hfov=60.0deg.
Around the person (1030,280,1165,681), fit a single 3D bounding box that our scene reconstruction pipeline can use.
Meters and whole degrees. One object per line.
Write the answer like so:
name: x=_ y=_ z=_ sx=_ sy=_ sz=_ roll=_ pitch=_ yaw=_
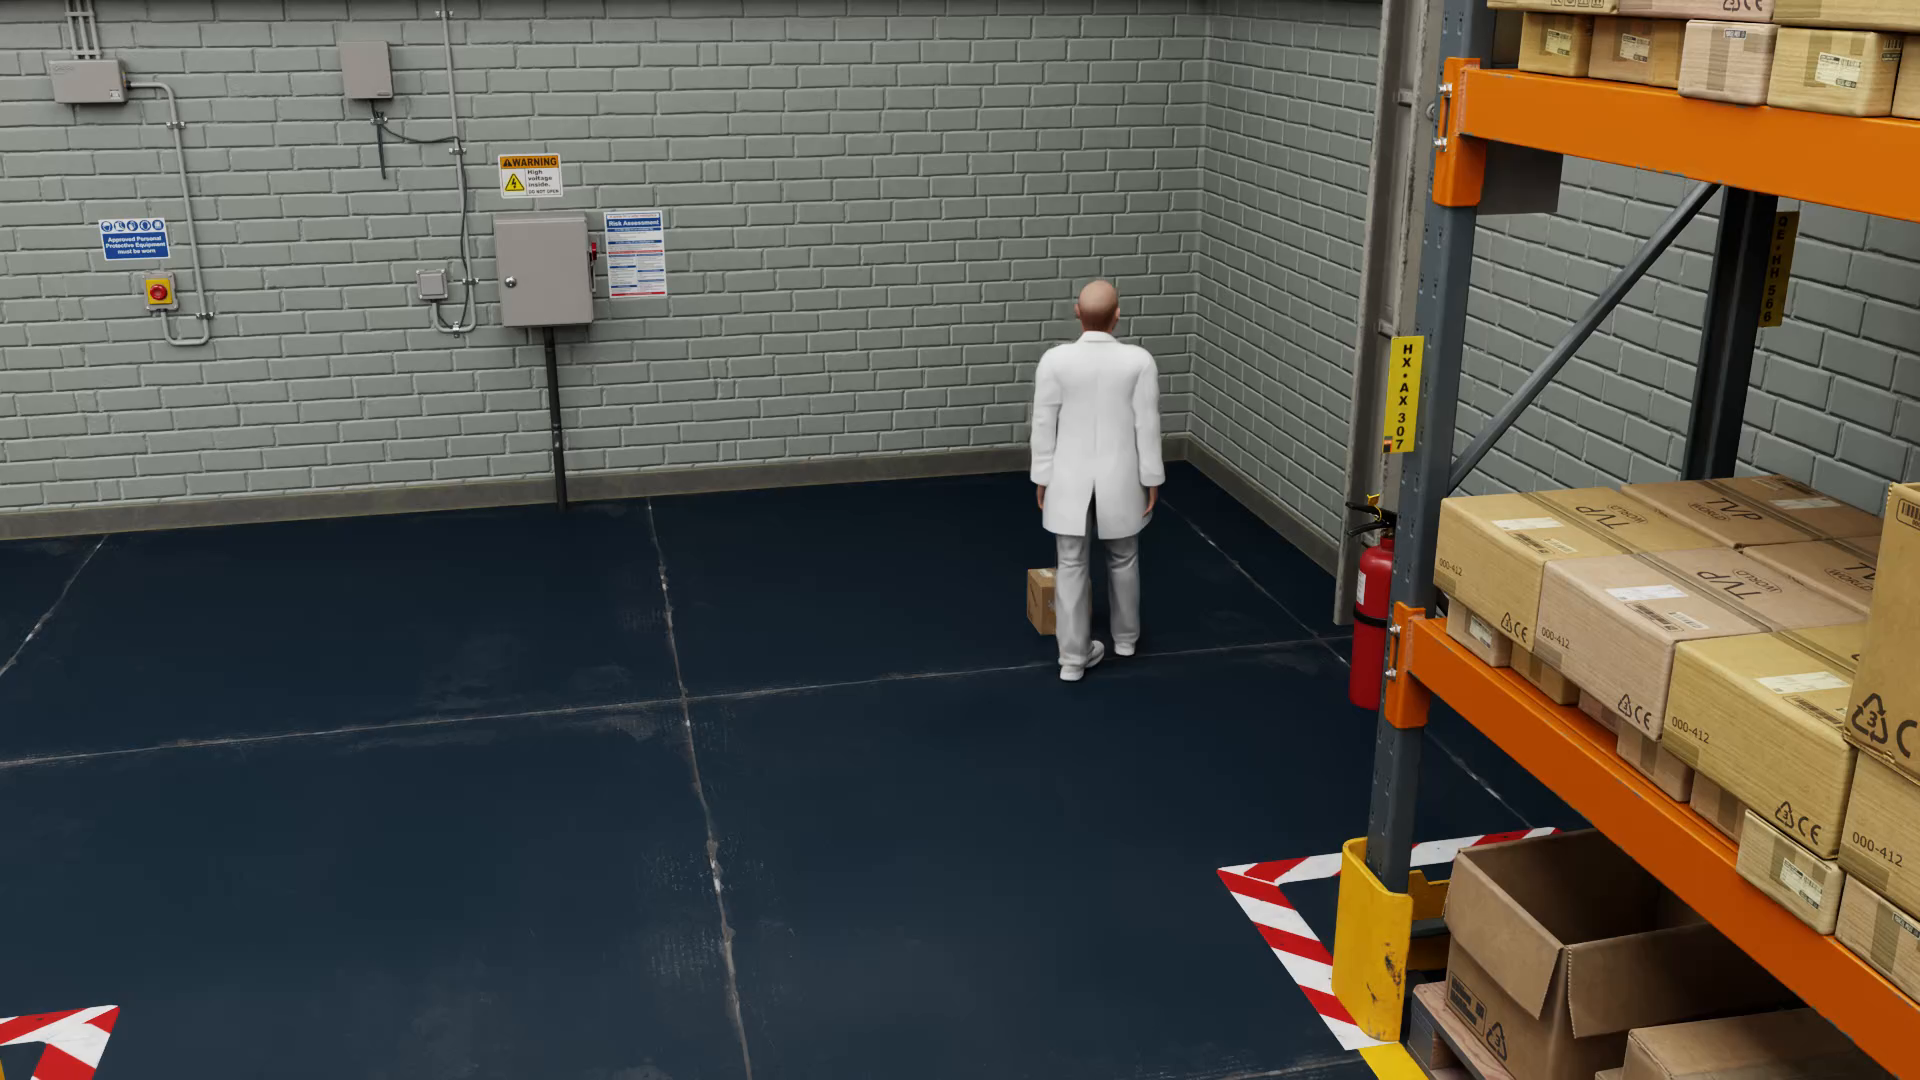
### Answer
person: x=0.613 y=-0.306 z=7.447 sx=0.593 sy=1.774 sz=0.667 roll=1 pitch=19 yaw=4
